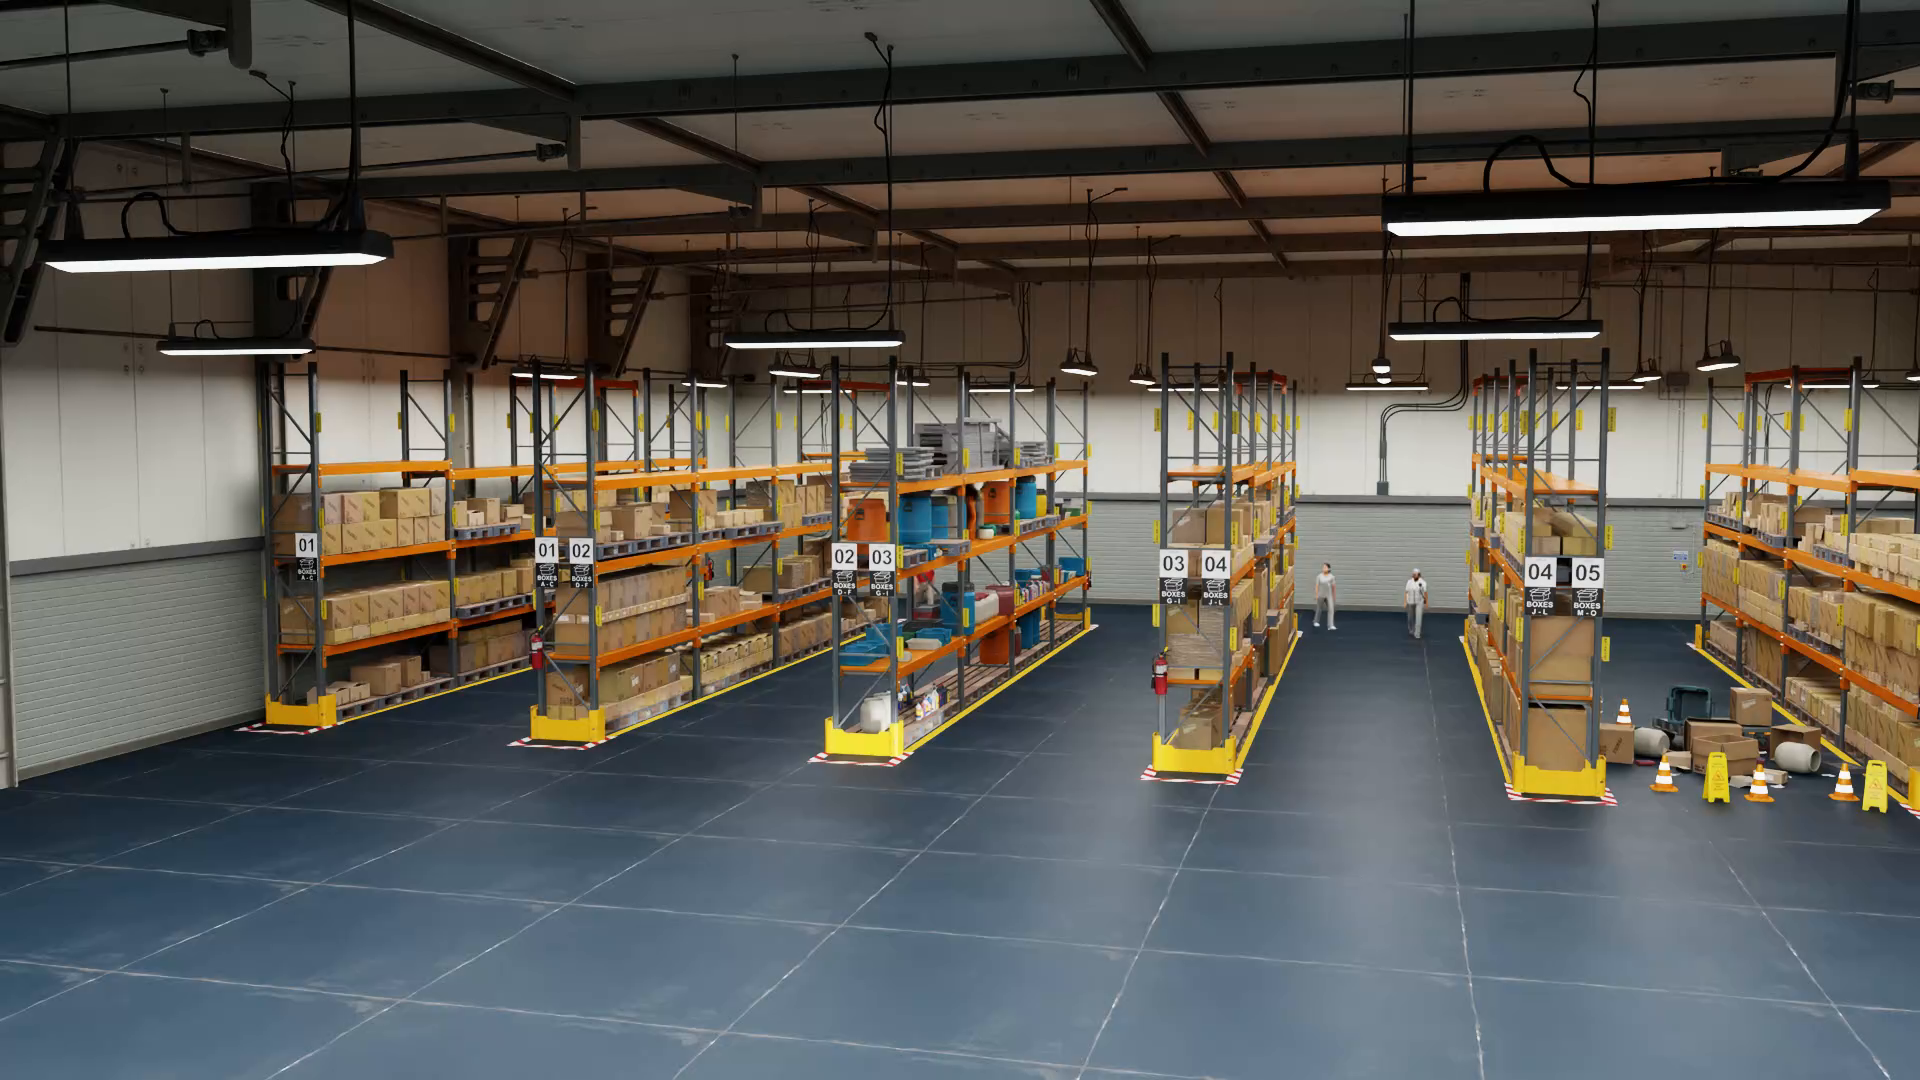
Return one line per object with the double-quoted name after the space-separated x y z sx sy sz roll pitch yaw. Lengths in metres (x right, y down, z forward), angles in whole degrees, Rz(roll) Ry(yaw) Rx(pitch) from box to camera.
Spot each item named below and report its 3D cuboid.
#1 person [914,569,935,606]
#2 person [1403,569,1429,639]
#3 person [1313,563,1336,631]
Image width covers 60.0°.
-0.881 1.196 42.218 0.578 1.685 1.007 -1 4 -17 "person"
10.616 1.473 38.678 0.554 1.623 0.929 1 4 20 "person"
8.827 1.363 40.202 0.533 1.625 1.010 -1 4 -8 "person"
